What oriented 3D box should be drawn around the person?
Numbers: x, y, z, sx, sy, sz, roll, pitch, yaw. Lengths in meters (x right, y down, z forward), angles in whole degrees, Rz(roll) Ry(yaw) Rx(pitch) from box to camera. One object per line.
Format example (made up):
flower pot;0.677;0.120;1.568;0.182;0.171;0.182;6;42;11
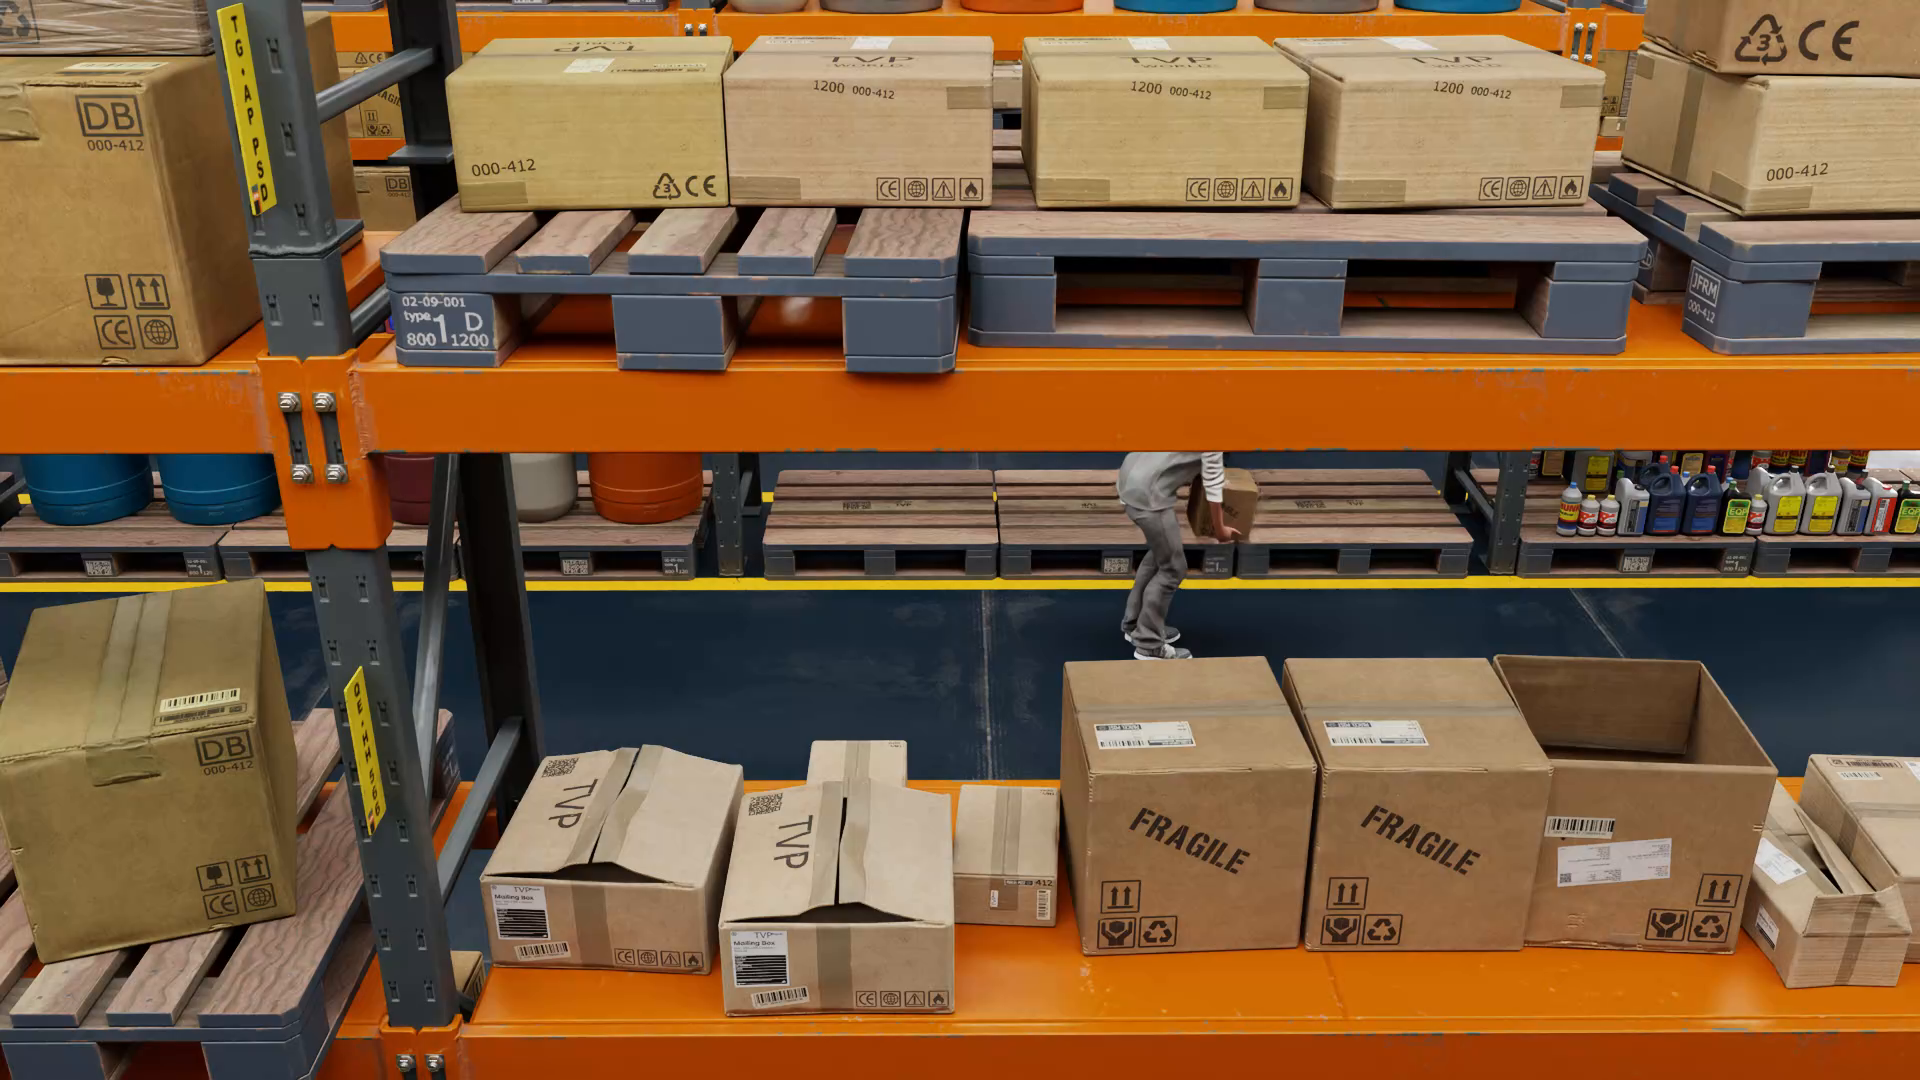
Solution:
person;1.025;-0.135;7.587;0.634;1.459;0.370;-1;24;-1
